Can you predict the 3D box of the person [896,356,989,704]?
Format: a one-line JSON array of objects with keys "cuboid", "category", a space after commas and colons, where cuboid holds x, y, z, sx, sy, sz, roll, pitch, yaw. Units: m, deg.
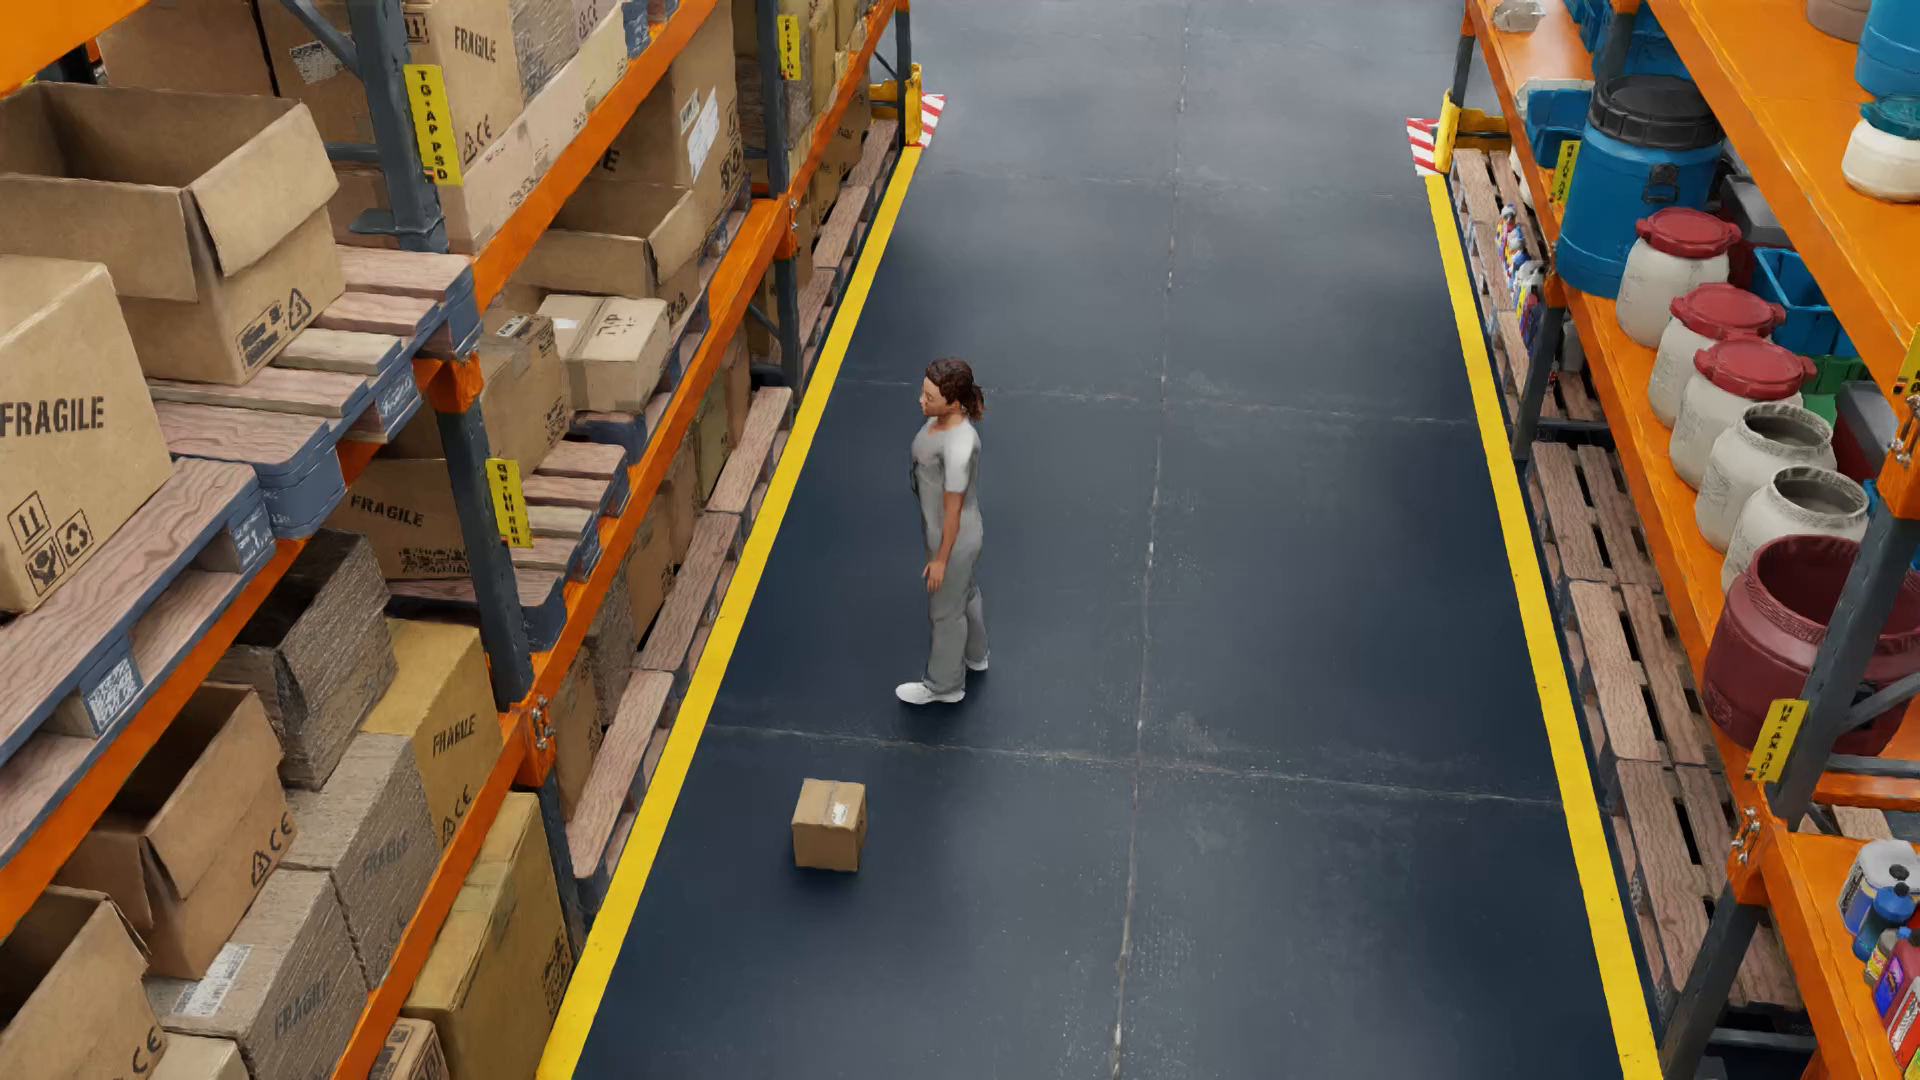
[{"cuboid": [-0.075, -0.001, 7.057, 0.441, 1.618, 0.583, -3, 36, -4], "category": "person"}]
